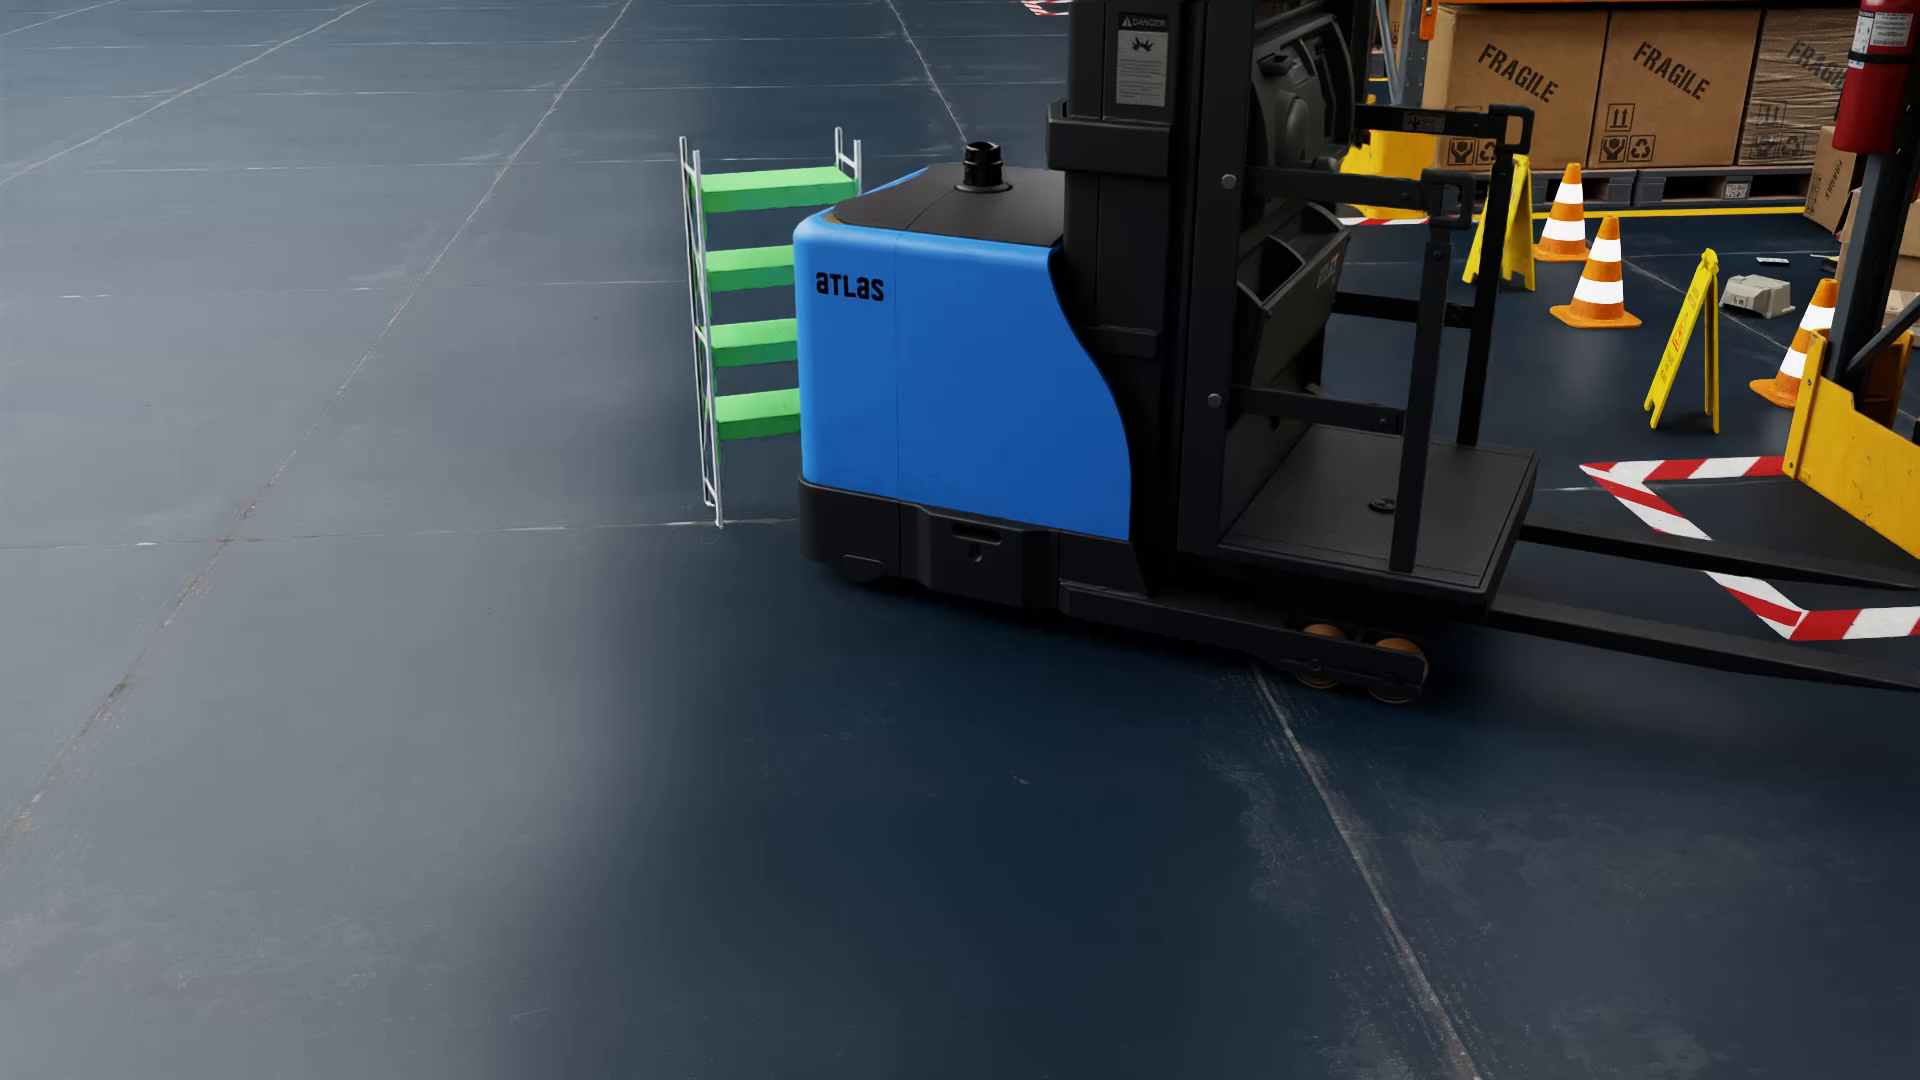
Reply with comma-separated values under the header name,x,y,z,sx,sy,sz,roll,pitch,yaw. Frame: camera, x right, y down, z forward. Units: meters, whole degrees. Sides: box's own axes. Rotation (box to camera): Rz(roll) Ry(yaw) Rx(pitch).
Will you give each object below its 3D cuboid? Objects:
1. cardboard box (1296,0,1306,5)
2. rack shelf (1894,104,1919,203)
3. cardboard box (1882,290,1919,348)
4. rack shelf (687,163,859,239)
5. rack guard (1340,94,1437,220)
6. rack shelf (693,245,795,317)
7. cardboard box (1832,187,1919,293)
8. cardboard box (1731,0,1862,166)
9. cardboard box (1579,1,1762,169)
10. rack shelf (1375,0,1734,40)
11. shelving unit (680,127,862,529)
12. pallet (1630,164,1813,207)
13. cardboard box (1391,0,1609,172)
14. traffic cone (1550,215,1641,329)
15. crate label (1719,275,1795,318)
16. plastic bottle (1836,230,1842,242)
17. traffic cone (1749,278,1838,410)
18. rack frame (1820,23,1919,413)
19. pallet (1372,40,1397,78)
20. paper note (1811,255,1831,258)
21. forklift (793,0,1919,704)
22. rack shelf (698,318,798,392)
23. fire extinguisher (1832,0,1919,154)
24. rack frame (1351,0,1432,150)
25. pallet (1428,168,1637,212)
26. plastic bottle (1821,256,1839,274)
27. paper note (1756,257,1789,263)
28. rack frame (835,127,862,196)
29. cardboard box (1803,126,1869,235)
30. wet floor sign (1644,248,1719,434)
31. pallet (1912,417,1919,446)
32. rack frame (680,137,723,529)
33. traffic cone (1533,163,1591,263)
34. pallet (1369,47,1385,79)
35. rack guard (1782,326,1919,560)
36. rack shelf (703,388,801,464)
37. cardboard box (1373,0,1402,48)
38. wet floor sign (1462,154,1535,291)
name,x,y,z,sx,sy,sz,roll,pitch,yaw
cardboard box,2.660,-4.472,14.179,0.500,0.500,0.500,2,24,5
rack shelf,5.001,-1.150,5.030,4.000,0.370,1.077,-2,24,-5
cardboard box,4.116,-0.965,7.237,0.250,0.149,0.380,10,26,22
rack shelf,-0.575,-1.044,5.096,0.480,0.148,0.258,-8,25,-17
rack guard,2.400,-2.252,9.702,0.348,0.500,1.175,-2,24,-5
rack shelf,-0.575,-0.824,5.194,0.480,0.148,0.258,-8,25,-17
cardboard box,4.510,-1.351,7.671,0.797,0.503,0.637,22,32,40
cardboard box,4.875,-2.742,9.824,0.875,0.875,0.875,-2,24,-5
cardboard box,3.967,-2.706,9.744,0.875,0.875,0.875,-3,24,-6
rack shelf,4.414,-3.147,9.522,4.000,0.370,1.077,-2,24,-5
shelving unit,-0.575,-0.663,5.265,0.503,1.200,0.258,-8,25,-17
pallet,4.423,-2.232,10.012,1.213,0.211,1.003,-2,24,-5
cardboard box,3.092,-2.670,9.663,0.875,0.875,0.875,-2,24,-5
traffic cone,2.864,-1.213,7.410,0.334,0.463,0.336,-2,24,-5
crate label,3.641,-1.121,7.603,0.298,0.136,0.250,-16,29,-32
plastic bottle,4.752,-1.565,8.696,0.133,0.061,0.283,-11,26,-23
traffic cone,3.312,-0.778,6.431,0.334,0.463,0.336,-2,24,-5
rack frame,3.011,-1.399,4.704,0.127,3.000,1.000,-2,24,-5
pallet,4.136,-4.199,14.436,1.213,0.211,1.003,-2,24,-5
paper note,4.415,-1.448,8.495,0.123,0.001,0.032,10,26,22
forklift,1.080,-1.162,4.255,3.031,2.935,1.130,11,26,23
rack shelf,-0.575,-0.605,5.291,0.480,0.148,0.258,-8,25,-17
fire extinguisher,2.852,-1.545,5.128,0.183,0.674,0.296,-2,24,-5
rack frame,2.424,-3.395,9.196,0.127,3.000,1.000,-2,24,-5
pallet,3.212,-2.185,9.905,1.213,0.211,1.003,-2,24,-5
plastic bottle,4.432,-1.373,8.265,0.283,0.061,0.133,-11,26,-23
paper note,4.110,-1.413,8.393,0.142,0.017,0.144,6,25,13
rack frame,-0.344,-0.695,5.337,0.015,1.200,0.240,-8,25,-17
cardboard box,4.960,-1.937,8.990,0.500,0.500,0.500,2,24,4
wet floor sign,2.717,-0.748,6.138,0.232,0.644,0.267,6,25,13
pallet,3.898,-0.146,5.318,1.213,0.211,1.003,-2,24,-5
rack frame,-0.806,-0.631,5.193,0.015,1.200,0.240,-8,25,-17
traffic cone,3.092,-1.683,8.468,0.334,0.463,0.336,-2,24,-5
pallet,2.924,-4.151,14.330,1.213,0.211,1.003,-2,24,-5
rack guard,3.086,-0.260,5.218,0.348,0.500,1.175,-2,24,-5
rack shelf,-0.575,-0.386,5.389,0.480,0.148,0.258,-8,25,-17
cardboard box,3.876,-4.527,14.303,0.500,0.500,0.500,0,24,0
wet floor sign,2.589,-1.518,7.871,0.232,0.644,0.267,-6,25,-14
